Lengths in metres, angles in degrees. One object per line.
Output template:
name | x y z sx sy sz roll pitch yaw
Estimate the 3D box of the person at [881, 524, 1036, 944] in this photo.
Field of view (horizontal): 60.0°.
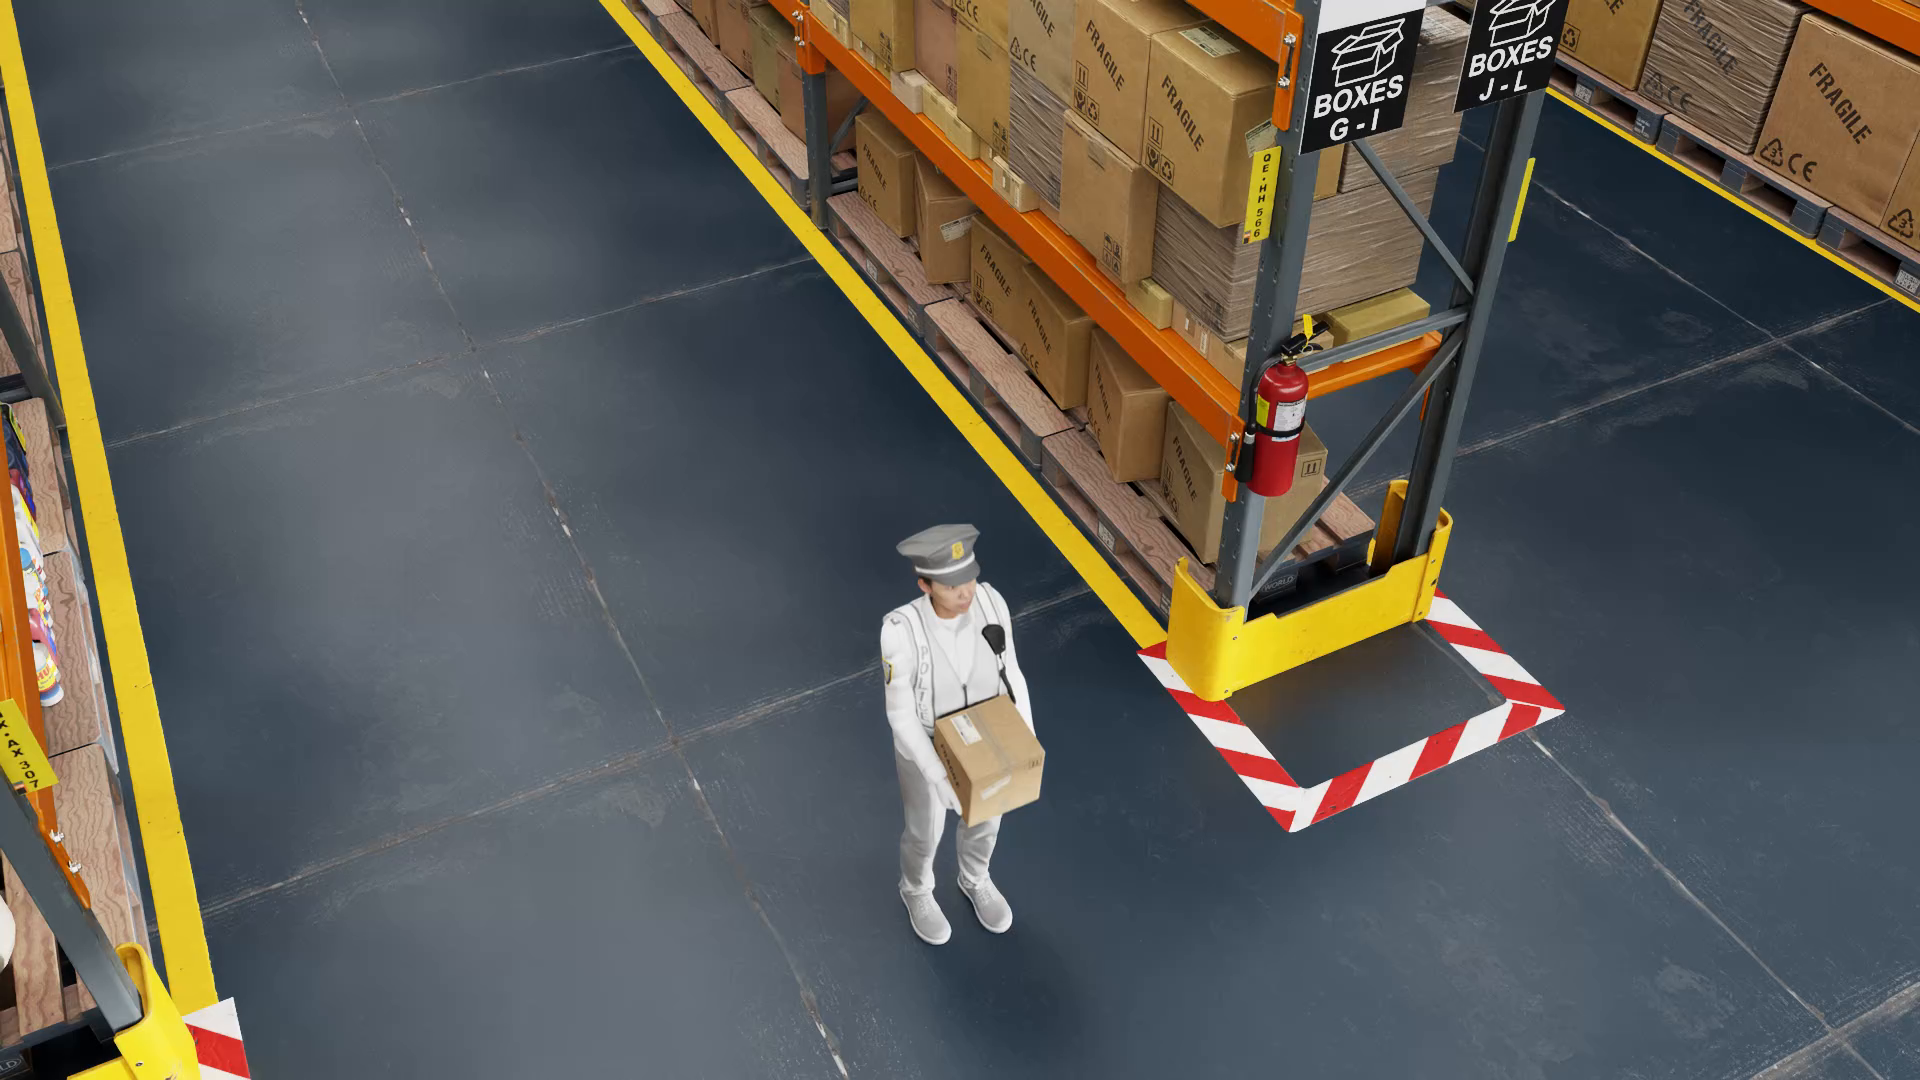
person | -0.001 0.683 5.367 0.460 1.686 0.564 -19 45 -20
